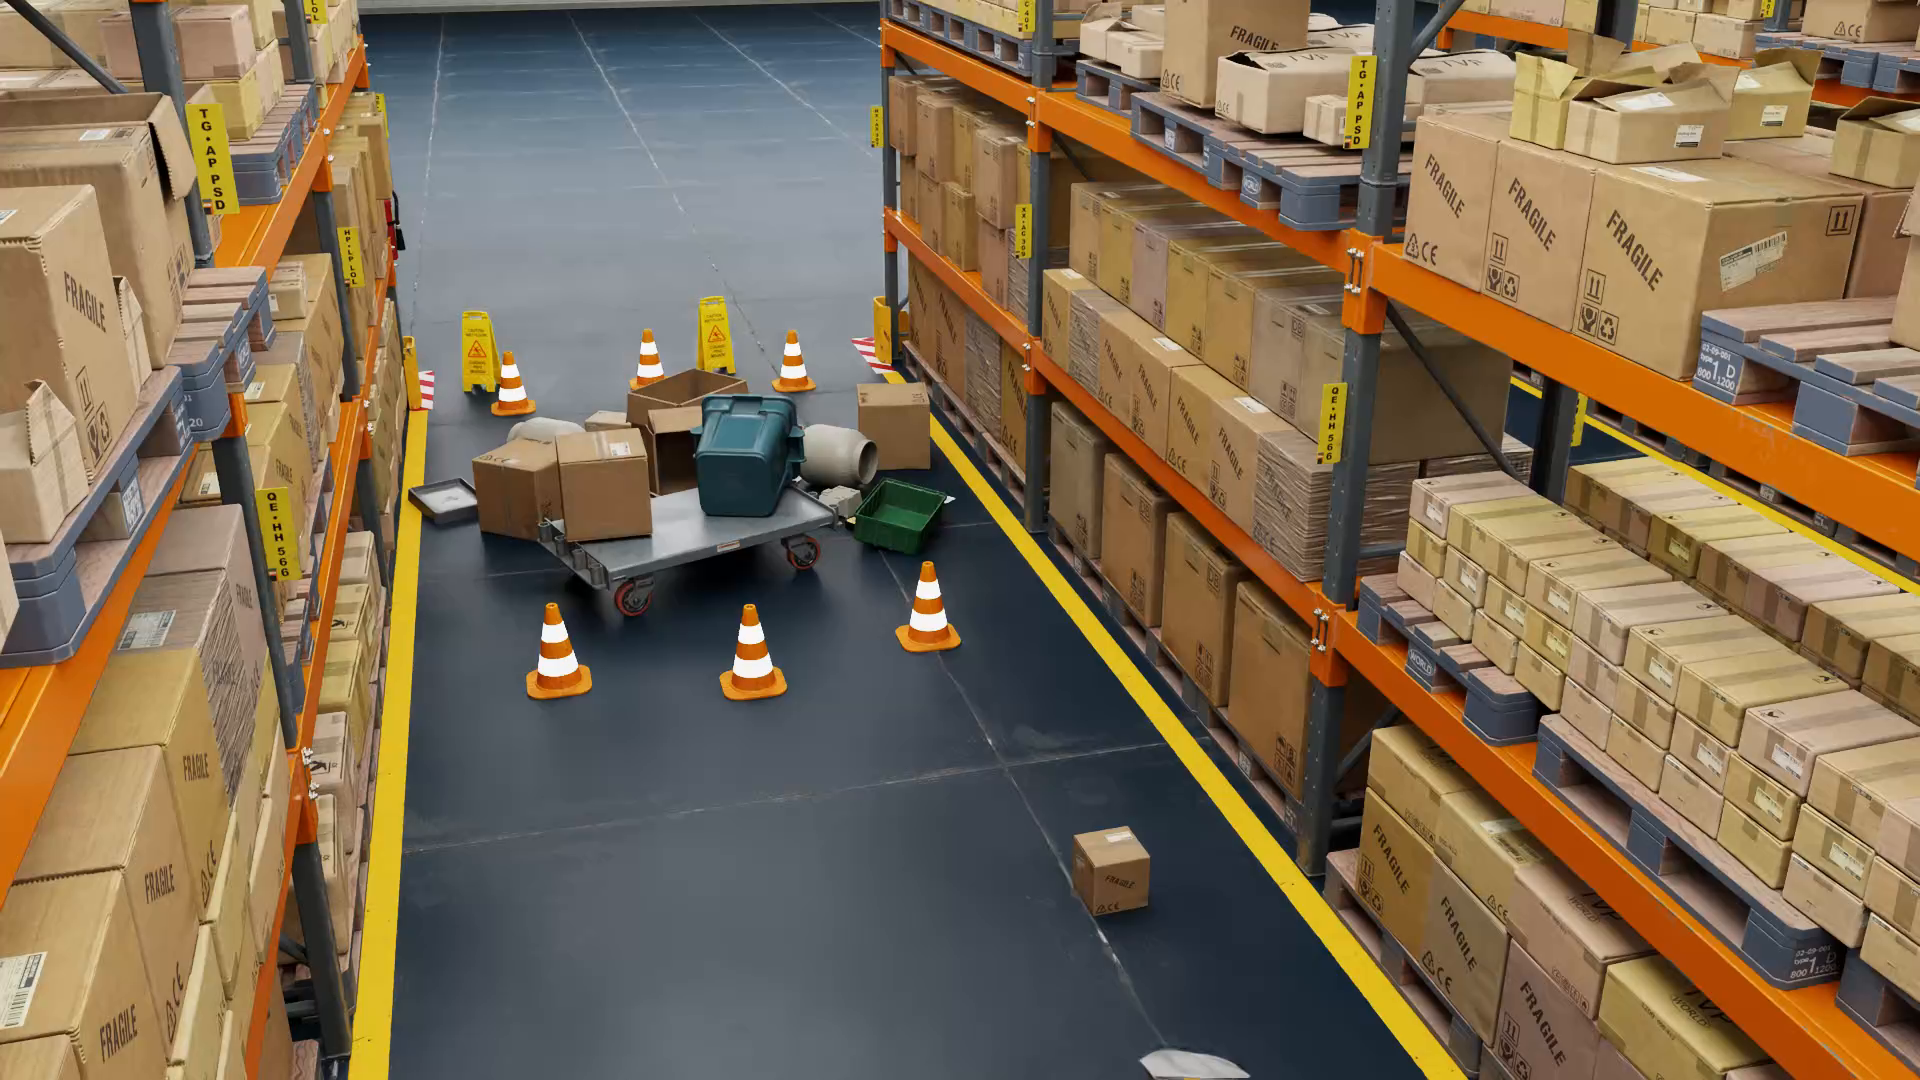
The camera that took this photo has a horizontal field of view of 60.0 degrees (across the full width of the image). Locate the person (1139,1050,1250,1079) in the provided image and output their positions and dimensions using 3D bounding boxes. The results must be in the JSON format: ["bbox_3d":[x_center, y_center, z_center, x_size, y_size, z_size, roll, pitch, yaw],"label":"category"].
[{"bbox_3d":[0.513,1.972,3.922,0.486,1.683,0.824,-1,23,-2],"label":"person"}]
